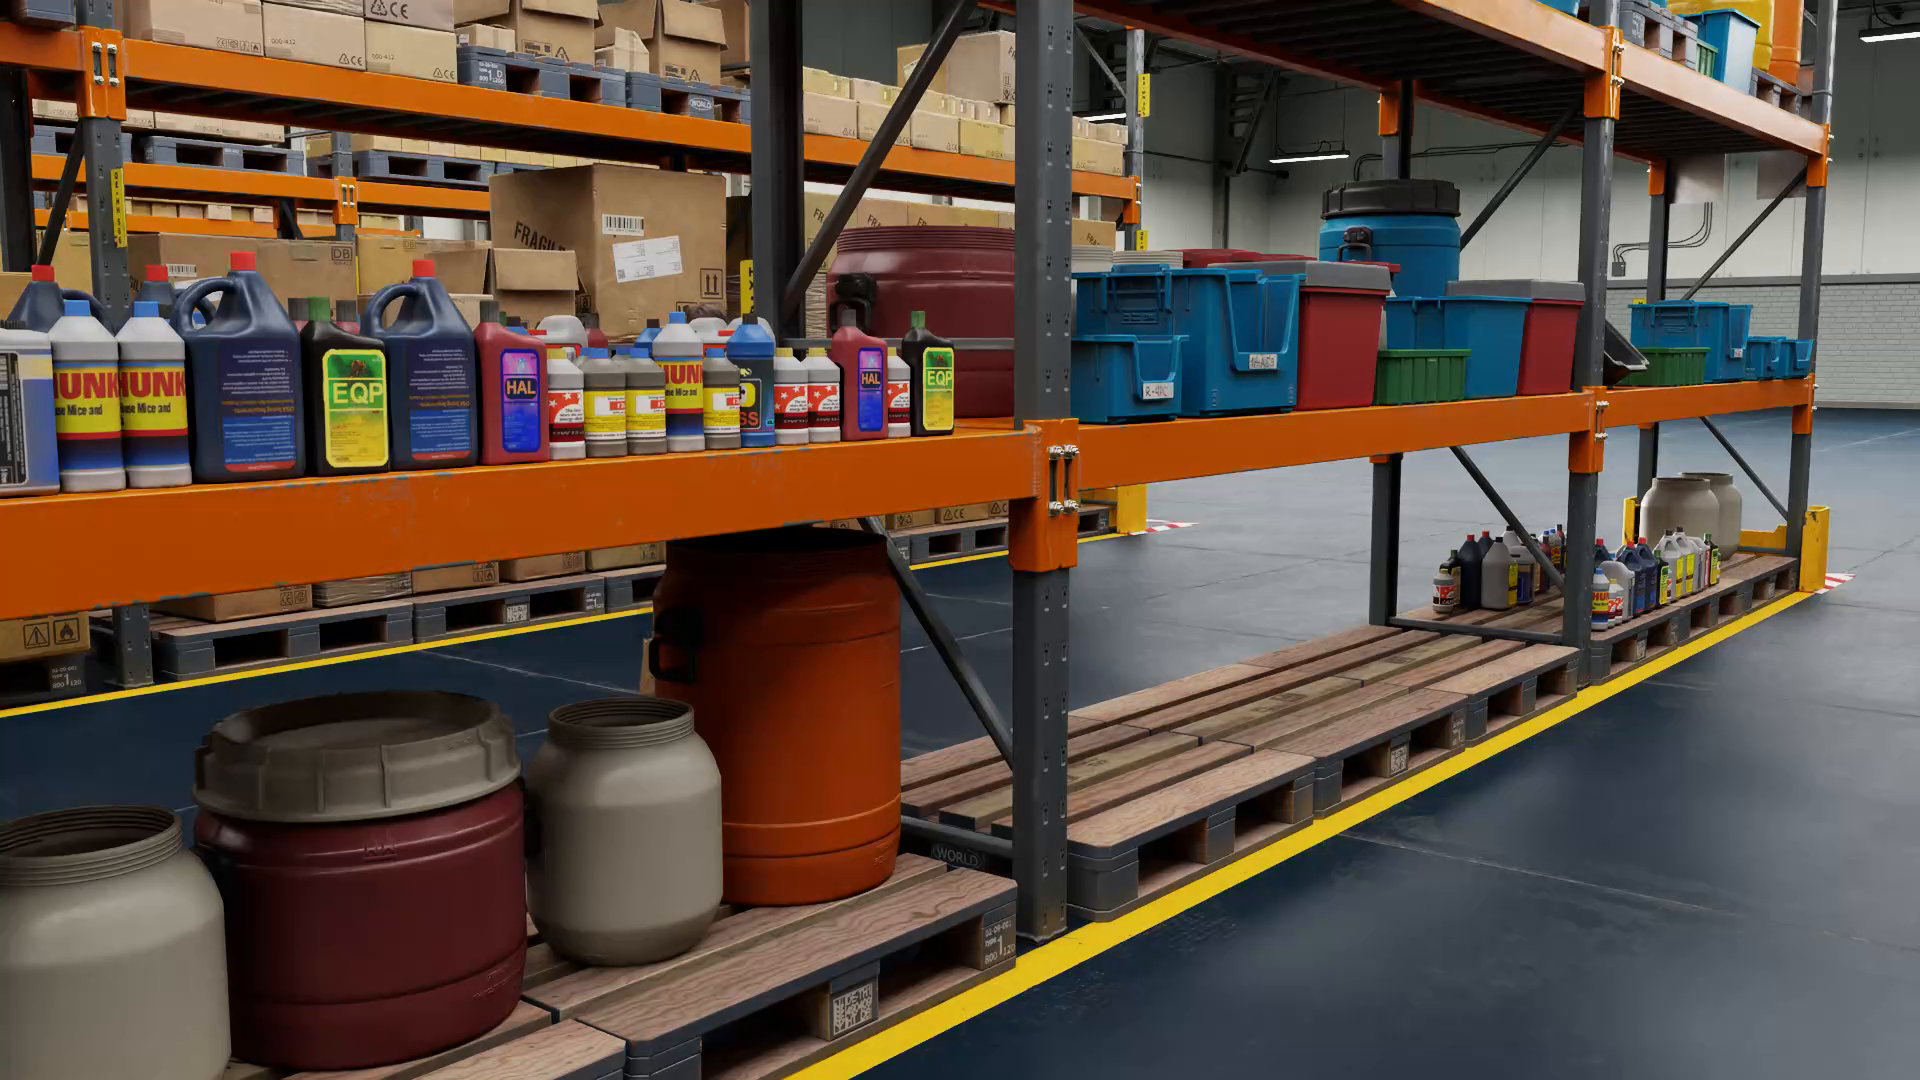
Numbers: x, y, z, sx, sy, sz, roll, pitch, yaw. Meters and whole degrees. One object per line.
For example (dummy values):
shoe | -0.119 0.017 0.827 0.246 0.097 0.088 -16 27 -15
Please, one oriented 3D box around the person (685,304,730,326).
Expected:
person | -1.033 -0.147 6.986 0.414 1.673 0.493 5 8 36
